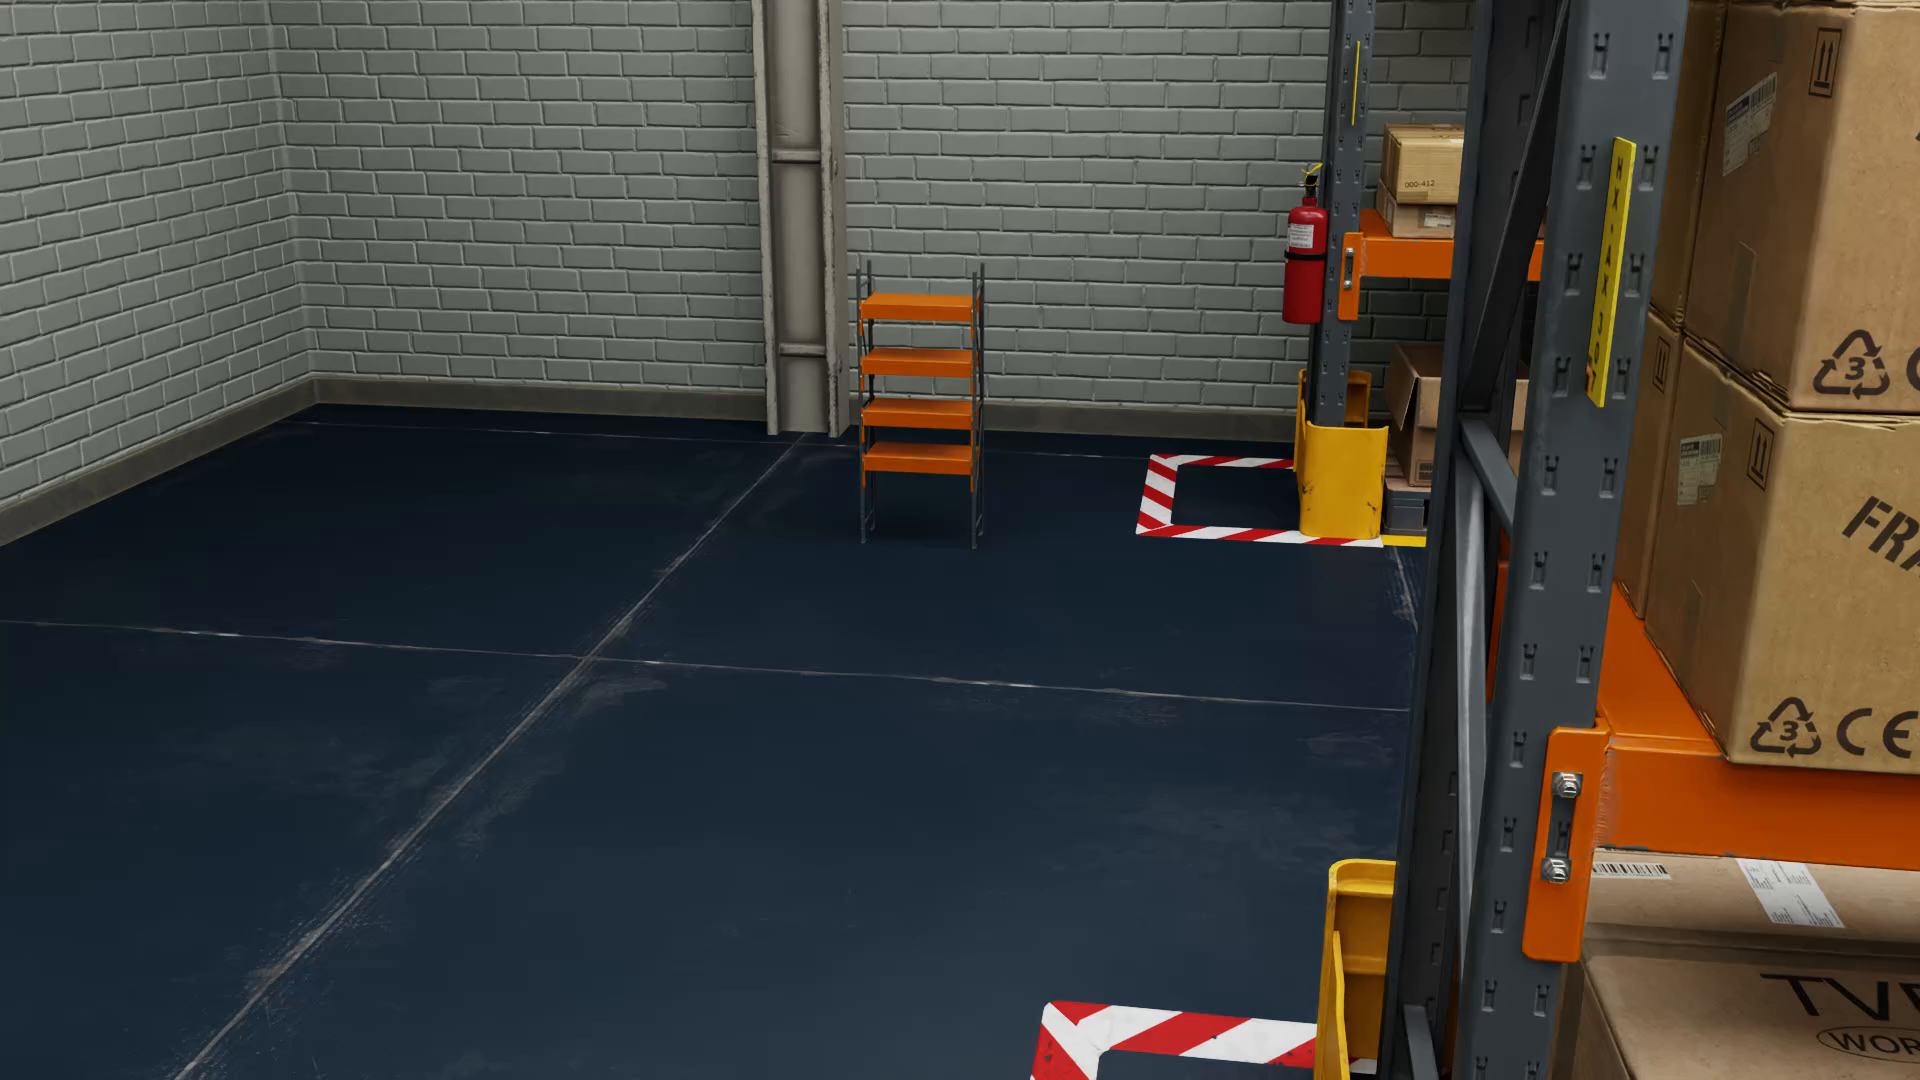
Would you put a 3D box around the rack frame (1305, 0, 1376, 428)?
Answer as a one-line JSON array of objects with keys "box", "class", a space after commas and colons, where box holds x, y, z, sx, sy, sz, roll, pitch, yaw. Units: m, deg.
[{"box": [1.692, -1.615, 7.404, 0.127, 3.000, 1.000, 3, 19, 9], "class": "rack frame"}]

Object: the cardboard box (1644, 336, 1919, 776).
[{"box": [1.337, 0.007, 2.399, 0.500, 0.500, 0.500, 3, 19, 8], "class": "cardboard box"}]

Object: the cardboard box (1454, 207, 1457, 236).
[{"box": [2.232, -1.395, 7.142, 0.250, 0.149, 0.380, 3, 19, 10], "class": "cardboard box"}]

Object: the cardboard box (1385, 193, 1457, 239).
[{"box": [1.973, -1.394, 7.137, 0.250, 0.149, 0.380, 3, 19, 8], "class": "cardboard box"}]

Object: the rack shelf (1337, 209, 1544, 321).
[{"box": [3.667, -1.174, 7.217, 4.000, 0.370, 1.077, 3, 19, 9], "class": "rack shelf"}]

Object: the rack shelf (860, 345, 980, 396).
[{"box": [-0.163, -0.726, 7.088, 0.480, 0.148, 0.258, 3, 19, 9], "class": "rack shelf"}]

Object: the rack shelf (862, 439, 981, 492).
[{"box": [-0.163, -0.325, 7.222, 0.480, 0.148, 0.258, 3, 19, 9], "class": "rack shelf"}]

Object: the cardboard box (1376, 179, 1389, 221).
[{"box": [2.062, -1.564, 7.645, 0.250, 0.149, 0.380, 3, 19, 8], "class": "cardboard box"}]

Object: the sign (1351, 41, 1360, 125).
[{"box": [1.606, -1.856, 6.758, 0.005, 0.325, 0.100, 3, 19, 9], "class": "sign"}]

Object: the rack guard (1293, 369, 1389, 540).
[{"box": [1.767, -0.426, 7.789, 0.348, 0.500, 1.175, 3, 19, 9], "class": "rack guard"}]

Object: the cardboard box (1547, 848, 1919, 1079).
[{"box": [1.576, 0.958, 3.090, 0.875, 0.438, 0.875, 2, 19, 7], "class": "cardboard box"}]

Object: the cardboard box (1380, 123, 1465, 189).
[{"box": [2.188, -1.745, 7.559, 0.500, 0.250, 0.500, 3, 19, 10], "class": "cardboard box"}]

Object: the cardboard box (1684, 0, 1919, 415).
[{"box": [1.337, -0.468, 2.242, 0.500, 0.500, 0.500, 3, 19, 7], "class": "cardboard box"}]

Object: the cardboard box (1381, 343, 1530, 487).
[{"box": [2.281, -0.570, 7.552, 0.637, 0.503, 0.797, 2, 19, 6], "class": "cardboard box"}]

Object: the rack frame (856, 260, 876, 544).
[{"box": [-0.404, -0.590, 7.174, 0.015, 1.200, 0.240, 3, 19, 9], "class": "rack frame"}]

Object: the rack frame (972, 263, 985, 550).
[{"box": [0.077, -0.565, 7.101, 0.015, 1.200, 0.240, 3, 19, 9], "class": "rack frame"}]

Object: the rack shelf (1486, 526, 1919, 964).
[{"box": [2.883, 0.382, 2.569, 4.000, 0.370, 1.077, 3, 19, 9], "class": "rack shelf"}]

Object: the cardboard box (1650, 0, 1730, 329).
[{"box": [1.422, -0.632, 2.731, 0.500, 0.500, 0.500, 4, 19, 10], "class": "cardboard box"}]

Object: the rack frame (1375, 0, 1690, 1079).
[{"box": [0.908, -0.060, 2.755, 0.127, 3.000, 1.000, 3, 19, 9], "class": "rack frame"}]

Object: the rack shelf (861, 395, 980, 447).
[{"box": [-0.163, -0.514, 7.159, 0.480, 0.148, 0.258, 3, 19, 9], "class": "rack shelf"}]

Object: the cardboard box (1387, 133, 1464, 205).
[{"box": [2.097, -1.578, 7.060, 0.500, 0.250, 0.500, 3, 19, 9], "class": "cardboard box"}]

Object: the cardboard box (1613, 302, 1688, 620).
[{"box": [1.427, -0.166, 2.915, 0.500, 0.500, 0.500, 3, 19, 9], "class": "cardboard box"}]

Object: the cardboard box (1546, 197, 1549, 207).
[{"box": [2.595, -1.553, 6.984, 0.500, 0.250, 0.500, 3, 19, 9], "class": "cardboard box"}]

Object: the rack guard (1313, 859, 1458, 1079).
[{"box": [0.885, 1.124, 3.156, 0.348, 0.500, 1.175, 3, 19, 9], "class": "rack guard"}]

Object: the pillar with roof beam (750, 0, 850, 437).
[{"box": [-1.510, -3.530, 3.670, 0.400, 9.000, 9.100, 3, 19, 9], "class": "pillar with roof beam"}]

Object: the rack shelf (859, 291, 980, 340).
[{"box": [-0.163, -0.950, 7.013, 0.480, 0.148, 0.258, 3, 19, 9], "class": "rack shelf"}]

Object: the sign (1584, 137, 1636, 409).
[{"box": [0.814, -0.335, 2.087, 0.005, 0.325, 0.100, 3, 19, 9], "class": "sign"}]

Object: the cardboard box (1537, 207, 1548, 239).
[{"box": [2.496, -1.393, 7.135, 0.250, 0.149, 0.380, 3, 19, 8], "class": "cardboard box"}]

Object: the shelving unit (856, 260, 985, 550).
[{"box": [-0.163, -0.577, 7.138, 0.503, 1.200, 0.258, 3, 19, 9], "class": "shelving unit"}]

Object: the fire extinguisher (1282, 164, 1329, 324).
[{"box": [1.473, -1.264, 7.064, 0.183, 0.674, 0.296, 3, 19, 9], "class": "fire extinguisher"}]

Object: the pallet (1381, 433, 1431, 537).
[{"box": [2.554, -0.249, 7.716, 1.213, 0.211, 1.003, 3, 19, 9], "class": "pallet"}]
